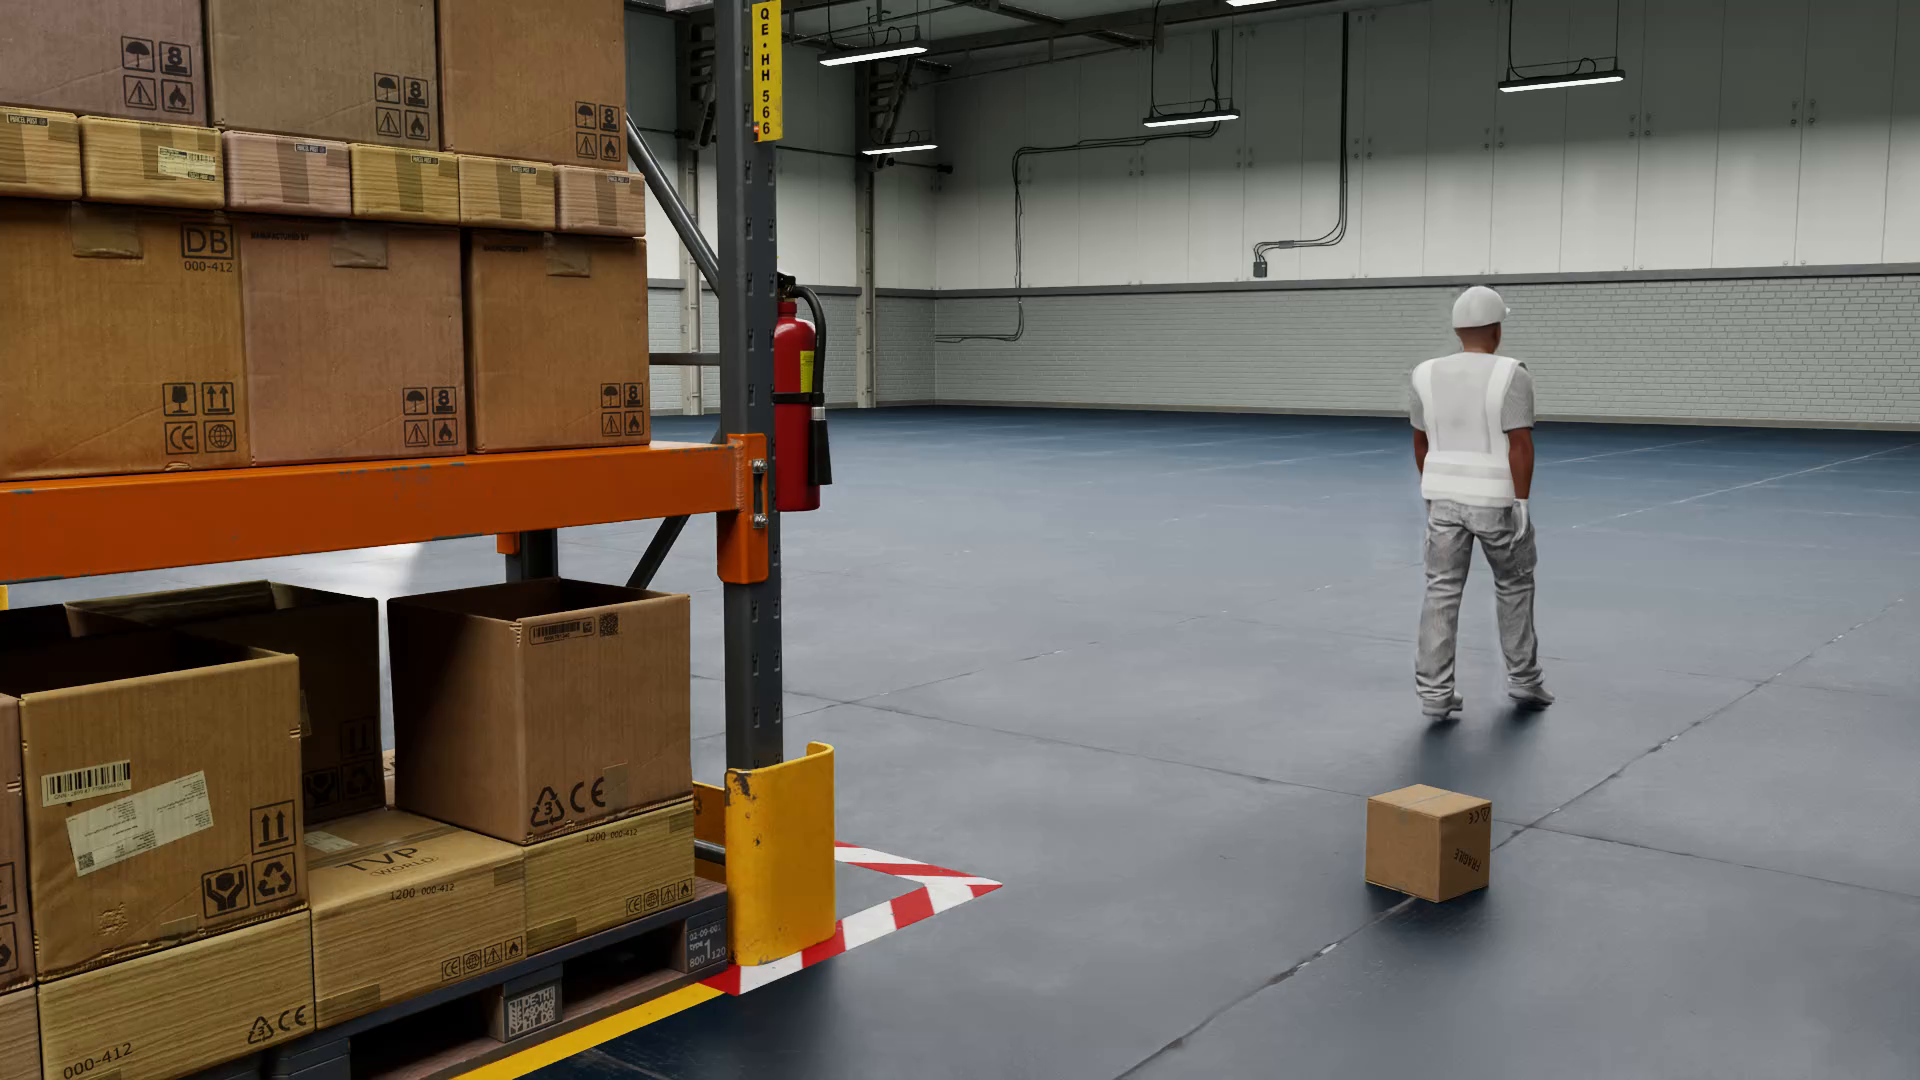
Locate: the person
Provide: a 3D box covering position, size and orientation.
[{"bbox_3d":[2.188,-0.161,6.990,0.567,1.787,0.824,5,8,37],"label":"person"}]
